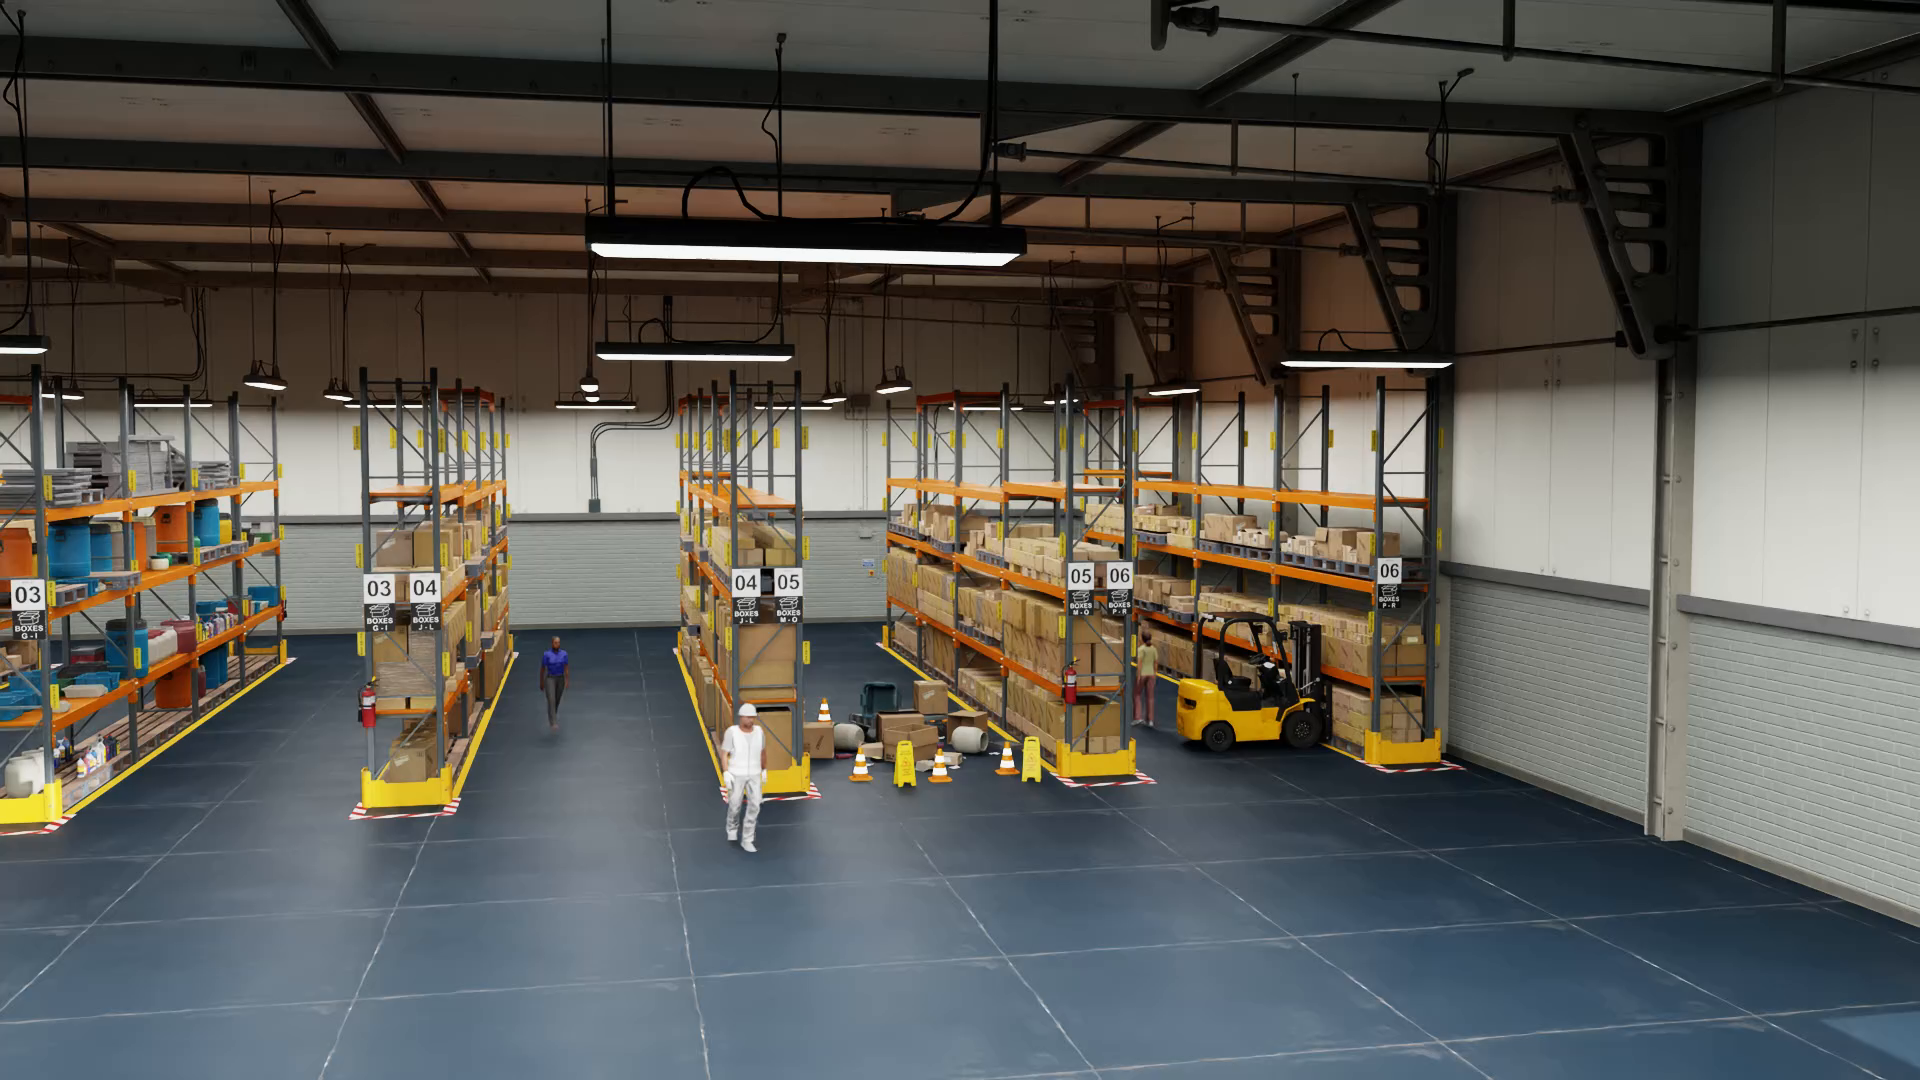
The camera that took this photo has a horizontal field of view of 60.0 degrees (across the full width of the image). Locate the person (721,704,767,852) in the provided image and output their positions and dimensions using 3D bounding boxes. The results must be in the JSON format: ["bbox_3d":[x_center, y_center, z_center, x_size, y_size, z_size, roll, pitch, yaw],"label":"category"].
[{"bbox_3d":[-2.648,2.922,20.534,0.644,1.805,0.675,-2,4,-29],"label":"person"}]

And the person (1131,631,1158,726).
[{"bbox_3d":[3.283,2.457,29.229,0.458,1.715,0.595,-1,4,-17],"label":"person"}]

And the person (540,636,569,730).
[{"bbox_3d":[-7.009,2.462,28.797,0.517,1.609,0.955,-3,4,-39],"label":"person"}]
